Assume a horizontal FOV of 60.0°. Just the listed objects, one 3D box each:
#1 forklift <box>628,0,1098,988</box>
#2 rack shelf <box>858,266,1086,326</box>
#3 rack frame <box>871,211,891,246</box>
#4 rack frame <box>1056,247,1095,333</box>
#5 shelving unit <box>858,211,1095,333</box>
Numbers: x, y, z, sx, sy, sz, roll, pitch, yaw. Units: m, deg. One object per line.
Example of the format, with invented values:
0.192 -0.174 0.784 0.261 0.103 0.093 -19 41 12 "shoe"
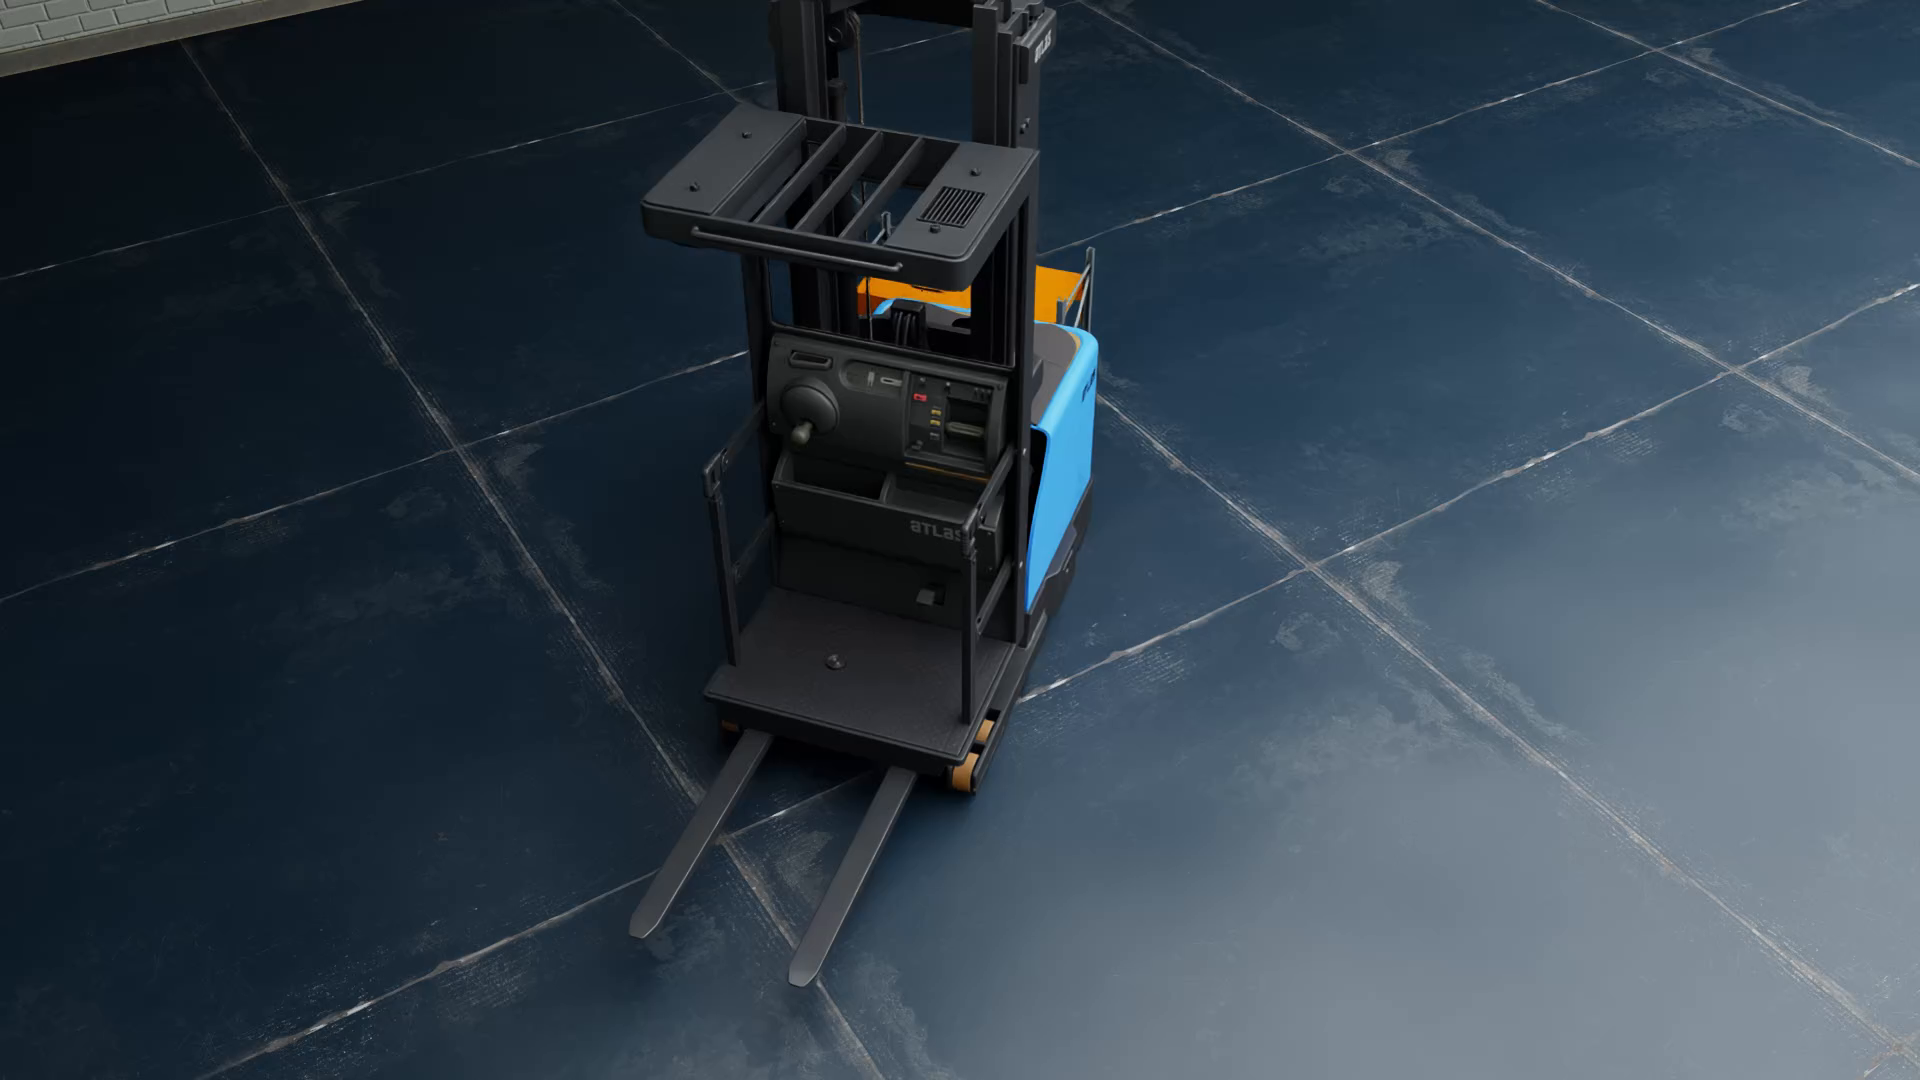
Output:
-0.349 -0.421 6.026 1.130 2.935 3.031 13 41 15 "forklift"
0.046 -1.103 7.798 1.000 0.278 0.538 13 42 15 "rack shelf"
-0.432 -0.988 8.118 0.032 1.125 0.500 13 42 15 "rack frame"
0.524 -0.767 7.853 0.032 1.125 0.500 13 42 15 "rack frame"
0.046 -0.878 7.985 1.048 1.125 0.538 13 42 15 "shelving unit"
